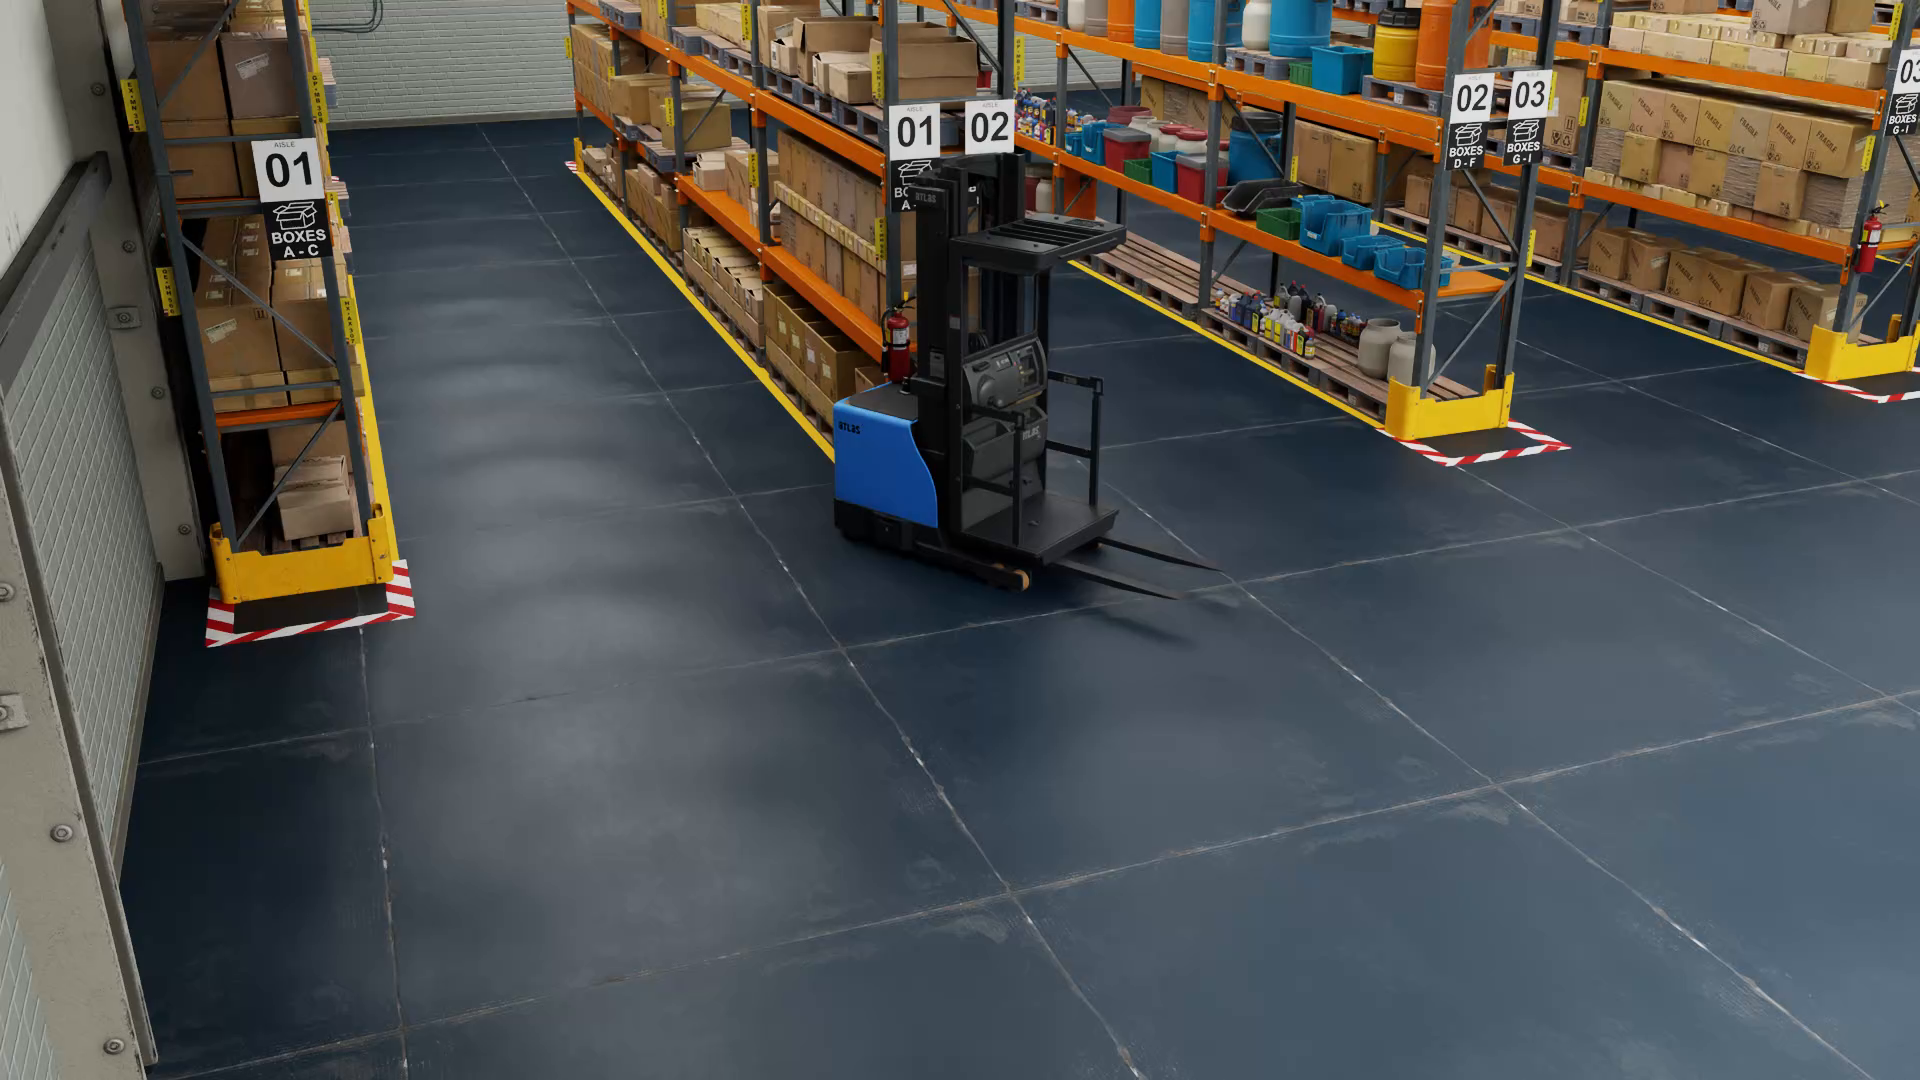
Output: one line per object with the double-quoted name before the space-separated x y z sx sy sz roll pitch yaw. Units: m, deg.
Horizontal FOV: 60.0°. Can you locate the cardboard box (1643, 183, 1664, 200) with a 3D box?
"cardboard box" 7.904 -3.927 18.651 0.380 0.149 0.250 -8 24 -19

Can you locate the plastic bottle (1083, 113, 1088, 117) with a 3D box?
"plastic bottle" 1.706 -5.672 22.620 0.061 0.283 0.133 -8 24 -19

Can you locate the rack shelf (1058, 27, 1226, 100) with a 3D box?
"rack shelf" 2.432 -5.625 19.422 1.077 0.370 4.000 -8 24 -19

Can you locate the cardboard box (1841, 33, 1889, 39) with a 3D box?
"cardboard box" 9.069 -4.994 16.678 0.380 0.149 0.250 -7 24 -17

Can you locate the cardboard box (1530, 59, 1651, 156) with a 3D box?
"cardboard box" 7.622 -5.305 20.286 1.000 1.000 1.000 -8 24 -19

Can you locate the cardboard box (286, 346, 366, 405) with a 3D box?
"cardboard box" -4.592 -1.196 12.017 0.500 0.250 0.500 -9 25 -21

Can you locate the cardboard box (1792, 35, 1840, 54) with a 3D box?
"cardboard box" 8.502 -4.912 16.483 0.380 0.149 0.250 -8 24 -19

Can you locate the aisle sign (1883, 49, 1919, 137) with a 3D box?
"aisle sign" 8.926 -4.208 15.649 0.394 0.787 0.004 -8 24 -19

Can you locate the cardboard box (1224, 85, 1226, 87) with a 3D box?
"cardboard box" 4.440 -7.478 27.077 0.380 0.149 0.250 -8 24 -18

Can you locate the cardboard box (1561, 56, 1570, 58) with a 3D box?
"cardboard box" 9.788 -7.754 26.426 0.380 0.149 0.250 -7 24 -17

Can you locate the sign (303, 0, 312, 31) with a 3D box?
"sign" -7.035 -5.636 17.856 0.100 0.325 0.005 -8 24 -19

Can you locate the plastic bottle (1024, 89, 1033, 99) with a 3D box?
"plastic bottle" 1.008 -6.376 24.202 0.144 0.351 0.185 -8 24 -19

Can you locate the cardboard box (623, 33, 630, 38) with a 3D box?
"cardboard box" -4.774 -7.355 25.046 0.500 0.500 0.500 -8 24 -17

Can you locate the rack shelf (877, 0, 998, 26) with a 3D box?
"rack shelf" -0.791 -4.692 13.860 1.077 0.370 4.000 -8 24 -19

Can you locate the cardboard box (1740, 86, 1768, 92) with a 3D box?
"cardboard box" 11.301 -6.103 23.363 0.500 0.500 0.500 -8 24 -19

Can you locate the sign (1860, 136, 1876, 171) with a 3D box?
"sign" 8.658 -3.684 15.855 0.100 0.325 0.005 -8 24 -19

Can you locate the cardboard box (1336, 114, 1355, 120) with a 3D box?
"cardboard box" 5.782 -6.354 23.959 0.500 0.500 0.500 -9 24 -19

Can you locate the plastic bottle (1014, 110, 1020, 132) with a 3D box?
"plastic bottle" 0.779 -5.751 22.807 0.061 0.283 0.133 -8 24 -19

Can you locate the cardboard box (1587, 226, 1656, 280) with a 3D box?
"cardboard box" 7.876 -3.418 19.800 0.500 0.500 0.500 -9 25 -21

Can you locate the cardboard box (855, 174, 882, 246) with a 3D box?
"cardboard box" -0.447 -2.741 13.716 0.700 0.500 0.500 -9 24 -20

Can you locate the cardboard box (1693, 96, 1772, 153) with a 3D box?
"cardboard box" 8.234 -4.430 17.722 0.500 0.500 0.500 -8 24 -19

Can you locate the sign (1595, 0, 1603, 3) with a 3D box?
"sign" 7.254 -6.252 18.810 0.100 0.325 0.005 -8 24 -19

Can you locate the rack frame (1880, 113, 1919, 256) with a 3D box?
"rack frame" 12.448 -5.171 21.281 1.000 3.000 0.127 -8 24 -19

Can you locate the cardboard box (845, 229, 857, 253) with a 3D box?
"cardboard box" -0.762 -2.549 14.095 0.380 0.149 0.250 -8 24 -17

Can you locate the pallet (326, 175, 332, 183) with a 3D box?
"pallet" -10.014 -5.284 25.139 1.003 0.211 1.213 -8 24 -19

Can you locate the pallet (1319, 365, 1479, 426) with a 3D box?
"pallet" 4.198 -1.427 15.987 1.003 0.211 1.213 -8 24 -19

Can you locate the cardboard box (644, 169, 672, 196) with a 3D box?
"cardboard box" -3.849 -4.718 21.892 0.500 0.250 0.500 -9 24 -20

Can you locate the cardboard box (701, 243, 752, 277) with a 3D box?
"cardboard box" -2.629 -3.202 18.886 0.500 0.311 0.500 -9 24 -20

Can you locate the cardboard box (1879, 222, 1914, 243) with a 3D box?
"cardboard box" 9.307 -3.095 16.677 0.380 0.149 0.250 -8 24 -19

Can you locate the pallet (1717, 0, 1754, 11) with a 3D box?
"pallet" 11.312 -7.693 23.646 1.213 0.211 1.003 -7 24 -17

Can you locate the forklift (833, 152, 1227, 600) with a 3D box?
"forklift" 0.497 -1.202 11.951 3.031 2.935 1.130 17 28 34

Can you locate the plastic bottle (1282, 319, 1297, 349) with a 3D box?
"plastic bottle" 3.380 -2.095 16.923 0.152 0.276 0.135 -9 24 -20

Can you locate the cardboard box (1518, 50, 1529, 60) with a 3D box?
"cardboard box" 9.424 -7.993 27.375 0.380 0.149 0.250 -9 24 -20

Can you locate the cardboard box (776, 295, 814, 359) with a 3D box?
"cardboard box" -1.442 -2.050 15.909 0.500 0.500 0.500 -8 24 -19

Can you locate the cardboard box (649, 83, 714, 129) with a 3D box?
"cardboard box" -3.641 -5.683 21.825 0.700 0.500 0.500 -15 27 -32

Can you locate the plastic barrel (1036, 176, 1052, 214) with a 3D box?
"plastic barrel" 1.253 -4.717 22.865 0.421 0.512 0.421 0 23 0

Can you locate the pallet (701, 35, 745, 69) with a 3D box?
"pallet" -2.189 -5.278 17.915 1.003 0.211 1.213 -7 24 -17

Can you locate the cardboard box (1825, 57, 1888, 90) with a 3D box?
"cardboard box" 8.777 -4.528 16.085 0.500 0.250 0.500 -8 24 -18

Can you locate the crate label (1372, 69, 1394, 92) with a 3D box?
"crate label" 4.199 -4.434 15.860 0.502 0.251 0.408 -8 24 -19

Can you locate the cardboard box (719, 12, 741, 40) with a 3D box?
"cardboard box" -2.304 -5.575 18.029 0.500 0.250 0.500 -9 24 -20

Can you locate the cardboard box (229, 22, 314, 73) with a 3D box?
"cardboard box" -4.756 -3.296 11.528 0.500 0.500 0.500 -9 24 -20

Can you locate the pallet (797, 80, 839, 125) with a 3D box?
"pallet" -0.744 -3.762 14.190 1.003 0.211 1.213 -8 24 -19

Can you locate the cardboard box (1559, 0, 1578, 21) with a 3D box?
"cardboard box" 7.346 -6.369 19.893 0.396 0.266 0.258 -7 24 -17

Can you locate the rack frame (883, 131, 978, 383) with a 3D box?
"rack frame" -0.084 -1.716 13.084 1.000 3.000 0.127 -8 24 -19

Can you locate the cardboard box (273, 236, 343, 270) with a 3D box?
"cardboard box" -5.140 -2.091 13.175 0.500 0.500 0.500 -8 24 -17

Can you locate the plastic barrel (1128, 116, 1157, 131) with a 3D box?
"plastic barrel" 2.288 -5.008 20.750 0.421 0.512 0.421 0 23 0

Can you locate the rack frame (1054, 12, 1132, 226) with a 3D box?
"rack frame" 1.725 -5.301 21.589 1.000 3.000 0.127 -8 24 -19

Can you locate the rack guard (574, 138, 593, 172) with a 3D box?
"rack guard" -5.710 -6.350 27.297 1.175 0.500 0.348 -8 24 -19

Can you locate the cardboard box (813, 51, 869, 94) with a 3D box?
"cardboard box" -0.934 -3.900 13.796 0.500 0.311 0.500 -5 23 -13

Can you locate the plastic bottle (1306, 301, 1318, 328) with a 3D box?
"plastic bottle" 3.730 -2.394 17.622 0.061 0.283 0.133 -8 24 -19

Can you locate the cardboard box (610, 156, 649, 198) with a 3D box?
"cardboard box" -4.790 -5.295 24.227 0.500 0.500 0.500 -8 24 -19

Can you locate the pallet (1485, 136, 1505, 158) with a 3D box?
"pallet" 7.096 -5.179 21.546 1.003 0.211 1.213 -8 24 -19

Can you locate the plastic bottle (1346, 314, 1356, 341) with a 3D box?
"plastic bottle" 4.046 -2.202 17.183 0.097 0.271 0.097 0 23 0

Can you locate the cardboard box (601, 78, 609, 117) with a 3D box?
"cardboard box" -4.923 -6.456 24.200 0.500 0.500 0.500 -8 24 -17

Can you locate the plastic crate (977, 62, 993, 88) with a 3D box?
"plastic crate" 0.231 -7.171 25.865 0.402 0.464 0.583 -8 24 -19

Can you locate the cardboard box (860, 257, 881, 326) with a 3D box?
"cardboard box" -0.427 -2.124 13.922 0.700 0.500 0.500 -8 24 -18

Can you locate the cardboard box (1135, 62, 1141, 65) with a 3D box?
"cardboard box" 3.349 -8.598 29.734 0.380 0.149 0.250 -8 24 -18

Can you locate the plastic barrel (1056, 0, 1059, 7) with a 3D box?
"plastic barrel" 1.527 -7.282 21.332 0.600 0.830 0.708 -8 24 -19

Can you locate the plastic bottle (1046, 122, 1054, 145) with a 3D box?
"plastic bottle" 1.183 -5.336 21.822 0.061 0.283 0.133 -8 24 -19
